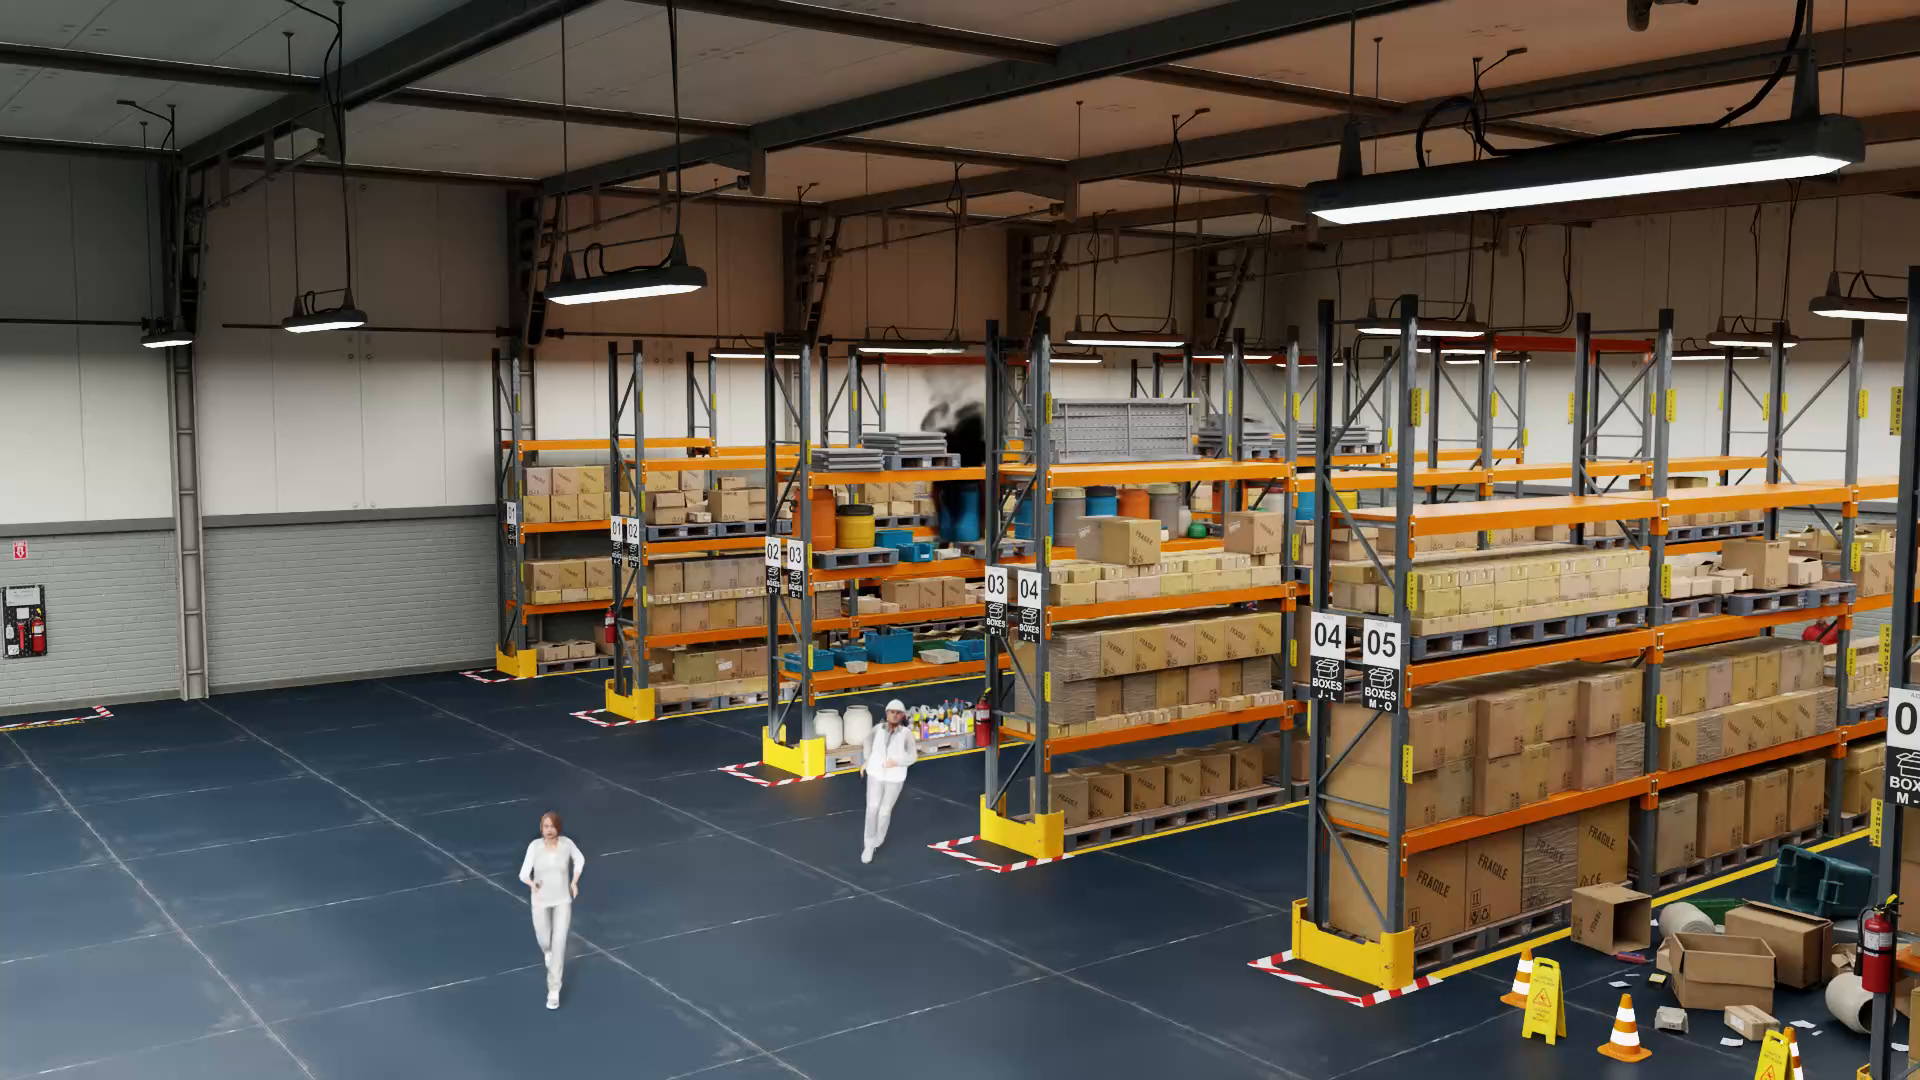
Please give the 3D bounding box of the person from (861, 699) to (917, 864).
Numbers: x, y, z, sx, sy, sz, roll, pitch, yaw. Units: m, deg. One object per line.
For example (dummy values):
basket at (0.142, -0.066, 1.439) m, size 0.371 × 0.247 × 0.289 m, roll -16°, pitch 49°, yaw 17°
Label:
person at (-0.798, 2.658, 18.543) m, size 0.643 × 1.757 × 0.733 m, roll 0°, pitch 5°, yaw 2°

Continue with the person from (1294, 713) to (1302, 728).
person at (4.955, 2.104, 24.946) m, size 0.677 × 1.772 × 0.647 m, roll 5°, pitch 7°, yaw 42°

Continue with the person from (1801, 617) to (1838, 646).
person at (13.827, 1.984, 26.639) m, size 0.674 × 1.713 × 0.678 m, roll 4°, pitch 6°, yaw 38°

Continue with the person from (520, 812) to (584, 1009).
person at (-3.496, 3.113, 14.267) m, size 0.537 × 1.587 × 0.860 m, roll -1°, pitch 5°, yaw -11°
